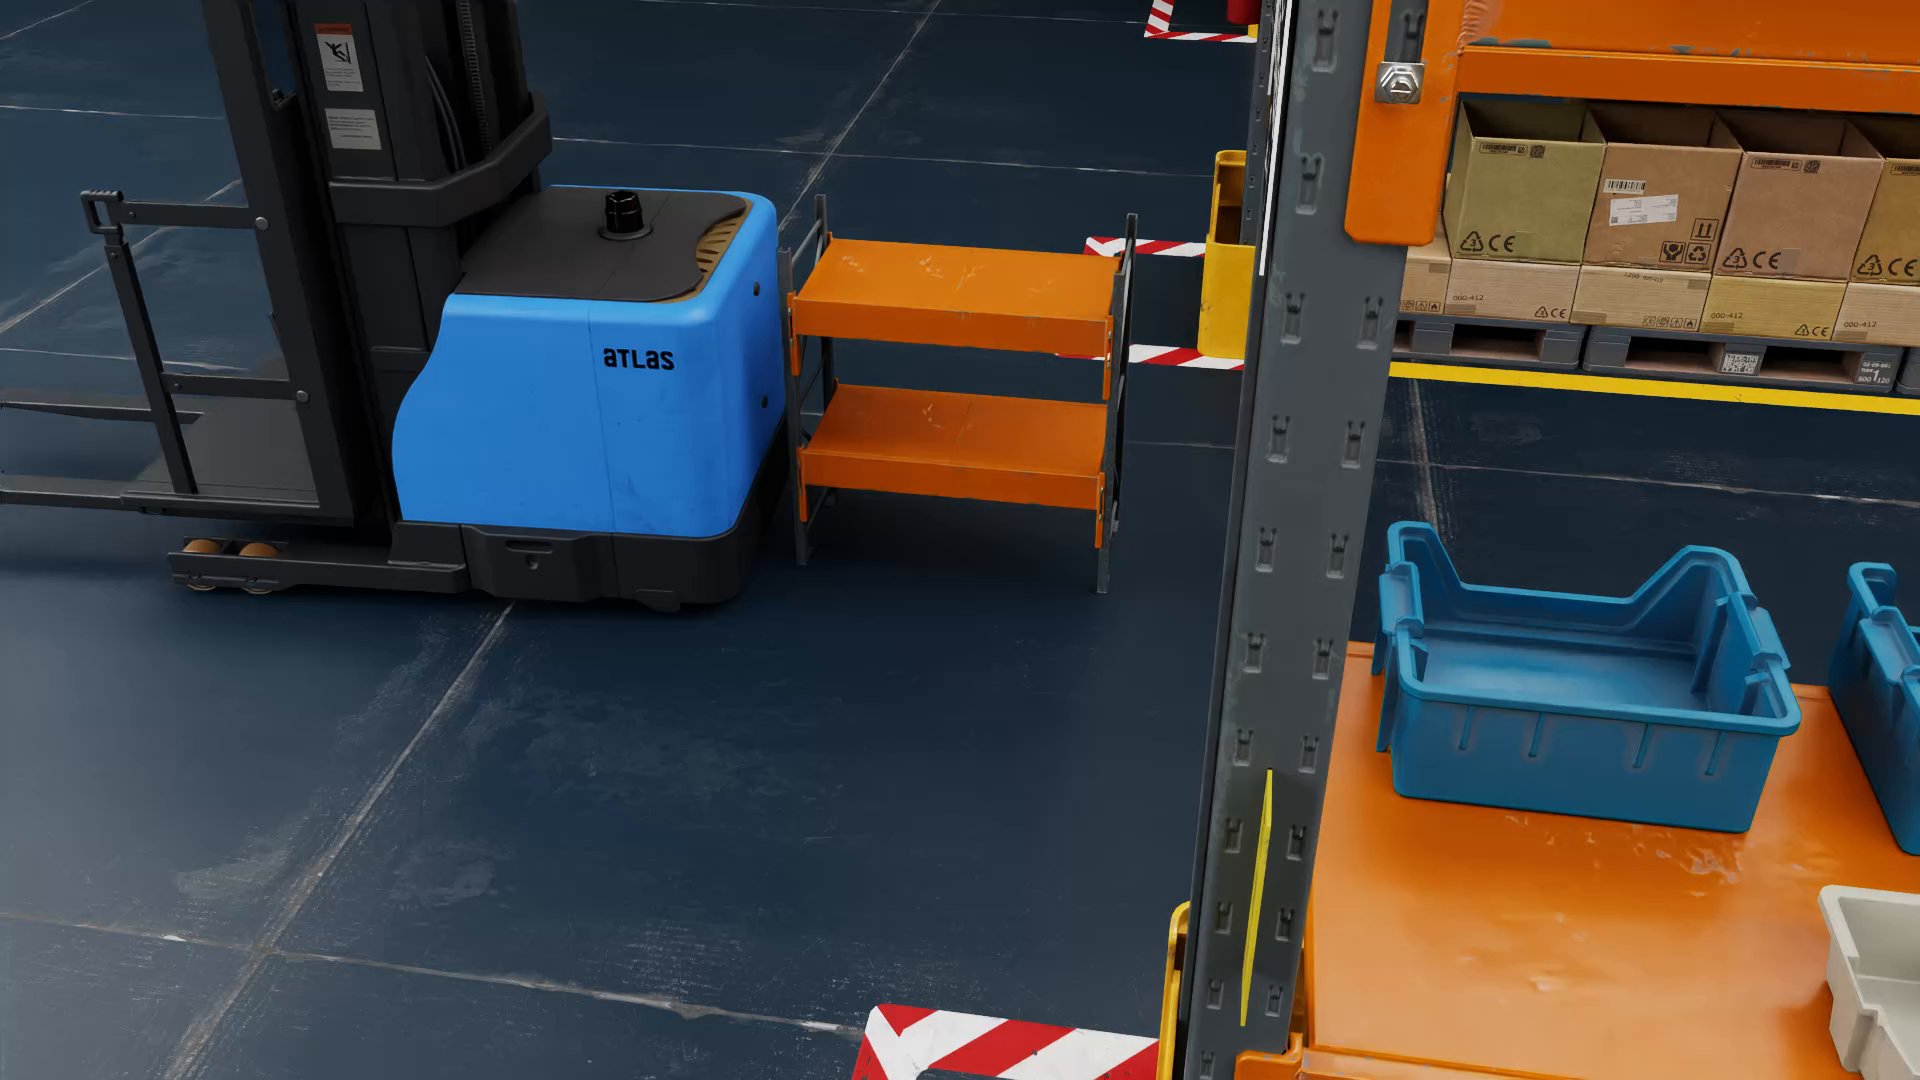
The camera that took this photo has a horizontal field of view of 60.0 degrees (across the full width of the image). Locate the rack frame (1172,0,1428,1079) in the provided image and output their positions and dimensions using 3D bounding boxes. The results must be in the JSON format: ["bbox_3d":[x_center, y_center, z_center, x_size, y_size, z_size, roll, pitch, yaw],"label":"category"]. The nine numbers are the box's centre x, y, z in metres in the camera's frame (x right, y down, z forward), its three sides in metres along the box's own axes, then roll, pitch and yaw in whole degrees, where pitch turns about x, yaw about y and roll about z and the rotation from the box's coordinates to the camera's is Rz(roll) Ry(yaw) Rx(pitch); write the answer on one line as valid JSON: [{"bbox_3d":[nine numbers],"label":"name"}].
[{"bbox_3d":[0.448,0.261,2.506,0.053,2.616,0.949,5,32,8],"label":"rack frame"}]

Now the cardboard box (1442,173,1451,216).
[{"bbox_3d":[2.359,-1.412,7.375,0.500,0.250,0.500,5,32,8],"label":"cardboard box"}]

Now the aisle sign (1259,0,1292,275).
[{"bbox_3d":[0.328,-0.696,1.585,0.004,0.787,0.394,5,32,8],"label":"aisle sign"}]

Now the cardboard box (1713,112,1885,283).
[{"bbox_3d":[3.255,-1.362,6.588,0.500,0.500,0.500,5,32,8],"label":"cardboard box"}]

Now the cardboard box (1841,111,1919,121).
[{"bbox_3d":[3.838,-1.599,6.966,0.500,0.500,0.500,5,32,8],"label":"cardboard box"}]

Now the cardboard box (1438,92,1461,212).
[{"bbox_3d":[1.864,-1.770,7.239,0.500,0.500,0.500,5,32,8],"label":"cardboard box"}]

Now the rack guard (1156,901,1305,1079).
[{"bbox_3d":[0.532,1.301,3.201,0.348,0.500,1.175,5,32,8],"label":"rack guard"}]

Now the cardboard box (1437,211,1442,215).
[{"bbox_3d":[1.864,-1.451,7.436,0.500,0.250,0.500,5,32,8],"label":"cardboard box"}]

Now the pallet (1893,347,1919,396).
[{"bbox_3d":[4.452,-0.885,6.965,1.213,0.211,1.003,5,32,8],"label":"pallet"}]

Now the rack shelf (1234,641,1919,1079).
[{"bbox_3d":[2.420,0.742,2.415,4.000,0.370,1.077,5,32,8],"label":"rack shelf"}]

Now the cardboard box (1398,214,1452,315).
[{"bbox_3d":[1.777,-1.180,7.003,0.500,0.250,0.500,5,32,8],"label":"cardboard box"}]

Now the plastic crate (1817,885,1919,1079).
[{"bbox_3d":[1.277,0.619,2.183,0.250,0.136,0.298,5,32,8],"label":"plastic crate"}]

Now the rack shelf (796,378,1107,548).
[{"bbox_3d":[0.007,-0.269,5.580,1.000,0.278,0.538,5,32,8],"label":"rack shelf"}]

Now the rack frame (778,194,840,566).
[{"bbox_3d":[-0.494,-0.522,5.523,0.032,1.125,0.500,5,32,8],"label":"rack frame"}]

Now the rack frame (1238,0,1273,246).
[{"bbox_3d":[1.286,-2.331,6.648,0.127,3.000,1.000,5,32,8],"label":"rack frame"}]

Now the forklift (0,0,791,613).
[{"bbox_3d":[-2.157,-1.338,5.125,3.031,2.935,1.130,3,32,5],"label":"forklift"}]

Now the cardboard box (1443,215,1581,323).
[{"bbox_3d":[2.270,-1.137,6.935,0.500,0.250,0.500,5,32,8],"label":"cardboard box"}]

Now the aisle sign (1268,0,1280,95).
[{"bbox_3d":[0.428,-1.005,2.078,0.004,0.787,0.394,5,32,8],"label":"aisle sign"}]

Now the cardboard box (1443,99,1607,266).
[{"bbox_3d":[2.270,-1.454,6.735,0.500,0.500,0.500,5,32,8],"label":"cardboard box"}]

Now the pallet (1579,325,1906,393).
[{"bbox_3d":[3.246,-0.993,7.137,1.213,0.211,1.003,5,32,8],"label":"pallet"}]

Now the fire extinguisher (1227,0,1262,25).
[{"bbox_3d":[1.247,-2.552,7.073,0.183,0.674,0.296,5,32,8],"label":"fire extinguisher"}]

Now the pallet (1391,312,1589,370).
[{"bbox_3d":[2.047,-1.103,7.313,1.213,0.211,1.003,5,32,8],"label":"pallet"}]

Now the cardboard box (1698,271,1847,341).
[{"bbox_3d":[3.255,-1.045,6.788,0.500,0.250,0.500,5,32,8],"label":"cardboard box"}]

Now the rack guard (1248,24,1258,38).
[{"bbox_3d":[2.190,-3.856,11.440,0.348,0.500,1.175,5,32,8],"label":"rack guard"}]

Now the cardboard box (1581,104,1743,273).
[{"bbox_3d":[2.765,-1.416,6.674,0.500,0.500,0.500,5,32,8],"label":"cardboard box"}]

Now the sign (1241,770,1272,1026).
[{"bbox_3d":[0.352,0.429,1.977,0.005,0.325,0.100,5,32,8],"label":"sign"}]

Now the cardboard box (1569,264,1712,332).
[{"bbox_3d":[2.763,-1.092,6.863,0.500,0.250,0.500,5,32,8],"label":"cardboard box"}]

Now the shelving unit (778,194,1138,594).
[{"bbox_3d":[0.007,-0.476,5.451,1.048,1.125,0.538,5,32,8],"label":"shelving unit"}]

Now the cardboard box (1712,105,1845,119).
[{"bbox_3d":[3.345,-1.643,7.036,0.500,0.500,0.500,5,32,8],"label":"cardboard box"}]

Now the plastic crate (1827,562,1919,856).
[{"bbox_3d":[1.632,0.271,2.630,0.408,0.251,0.499,5,32,8],"label":"plastic crate"}]

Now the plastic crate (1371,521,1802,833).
[{"bbox_3d":[0.992,0.210,2.727,0.616,0.251,0.499,5,32,8],"label":"plastic crate"}]

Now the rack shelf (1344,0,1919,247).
[{"bbox_3d":[2.420,-0.529,1.619,4.000,0.370,1.077,5,32,8],"label":"rack shelf"}]

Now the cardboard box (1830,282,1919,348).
[{"bbox_3d":[3.748,-1.001,6.717,0.500,0.250,0.500,5,32,8],"label":"cardboard box"}]

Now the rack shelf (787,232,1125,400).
[{"bbox_3d":[0.007,-0.724,5.295,1.000,0.278,0.538,5,32,8],"label":"rack shelf"}]

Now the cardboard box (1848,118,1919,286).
[{"bbox_3d":[3.750,-1.325,6.529,0.500,0.500,0.500,5,32,8],"label":"cardboard box"}]

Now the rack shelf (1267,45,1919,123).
[{"bbox_3d":[3.257,-1.848,6.553,4.000,0.370,1.077,5,32,8],"label":"rack shelf"}]

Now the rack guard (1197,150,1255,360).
[{"bbox_3d":[1.262,-1.274,7.314,0.348,0.500,1.175,5,32,8],"label":"rack guard"}]

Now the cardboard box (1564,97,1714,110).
[{"bbox_3d":[2.853,-1.688,7.108,0.500,0.500,0.500,5,32,8],"label":"cardboard box"}]

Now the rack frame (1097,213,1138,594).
[{"bbox_3d":[0.508,-0.431,5.378,0.032,1.125,0.500,5,32,8],"label":"rack frame"}]
